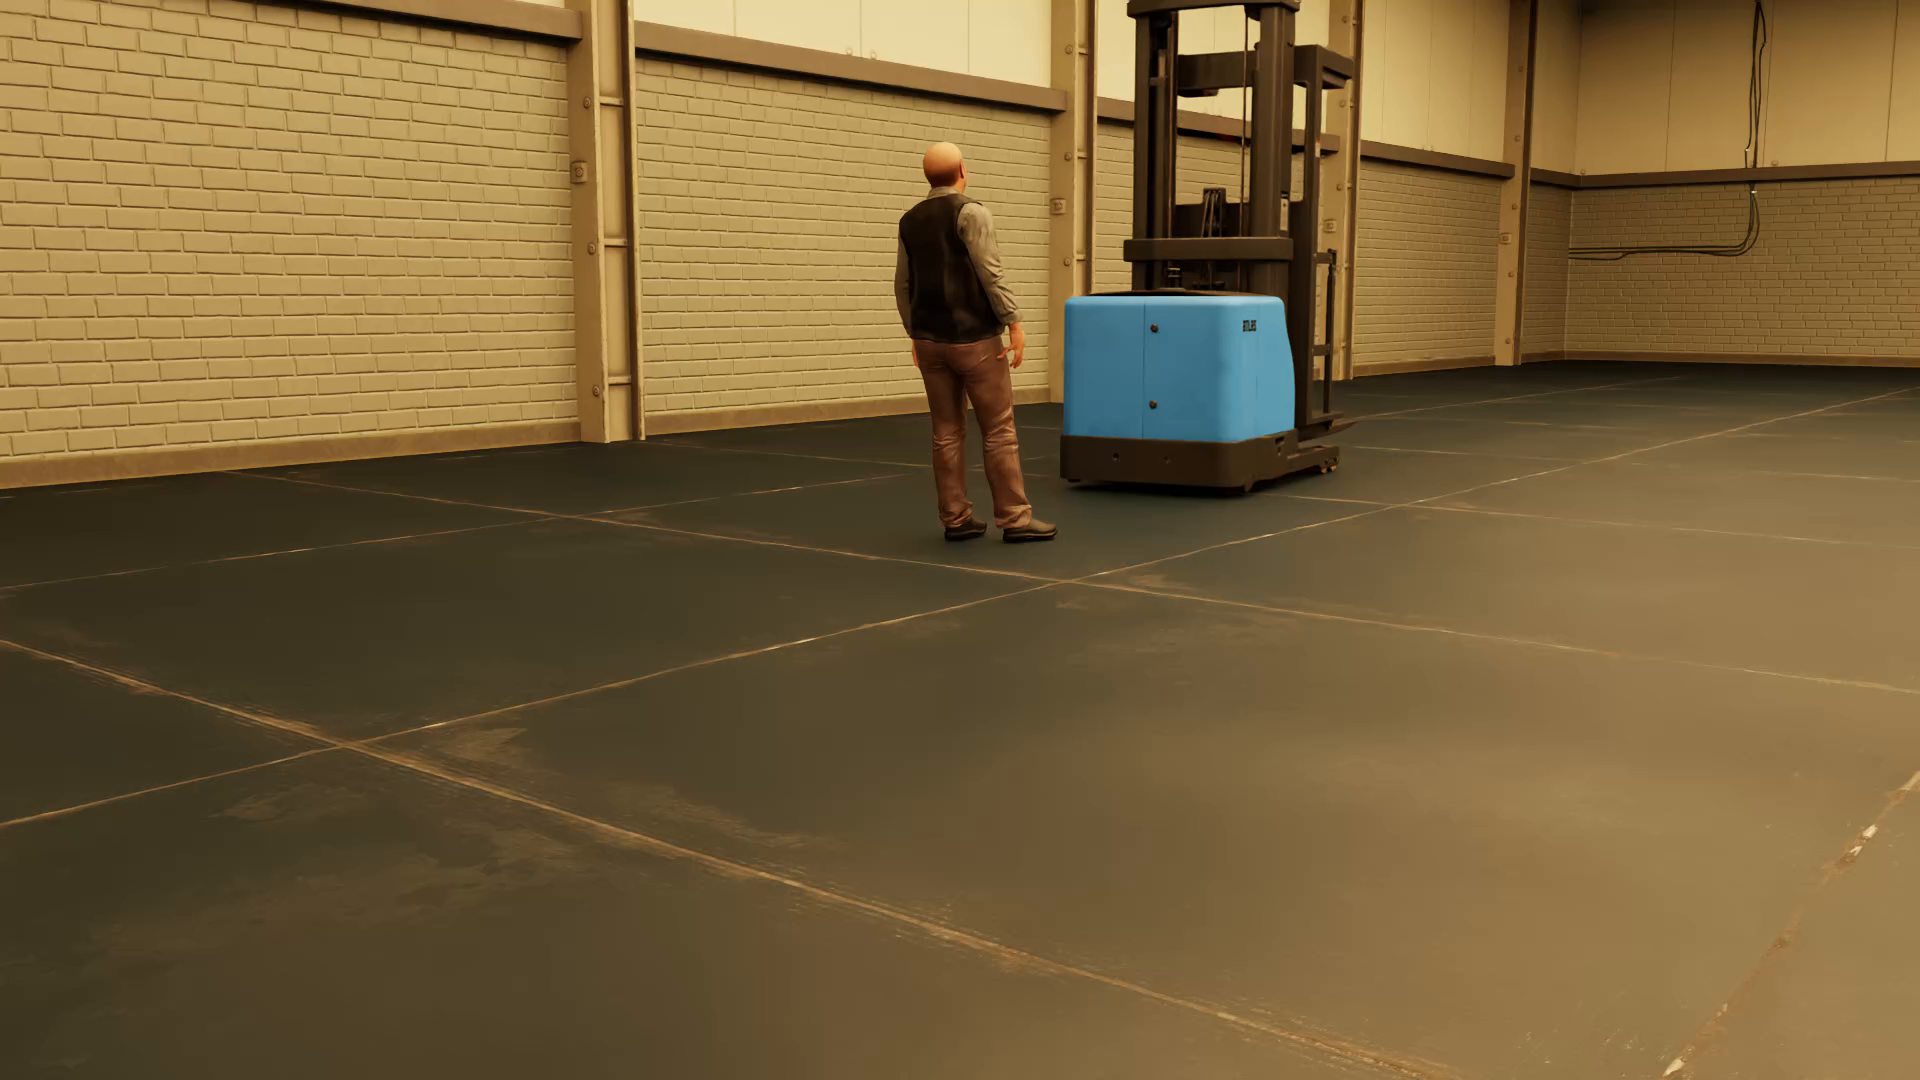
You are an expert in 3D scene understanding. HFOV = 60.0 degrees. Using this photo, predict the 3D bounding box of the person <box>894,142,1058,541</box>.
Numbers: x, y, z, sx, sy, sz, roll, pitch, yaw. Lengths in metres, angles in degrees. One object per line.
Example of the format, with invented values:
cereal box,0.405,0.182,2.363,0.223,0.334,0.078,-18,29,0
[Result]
person,0.045,-0.865,7.322,0.632,1.720,0.568,7,11,38

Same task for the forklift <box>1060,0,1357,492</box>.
forklift,1.709,-1.880,10.126,1.130,2.935,3.031,5,9,28
